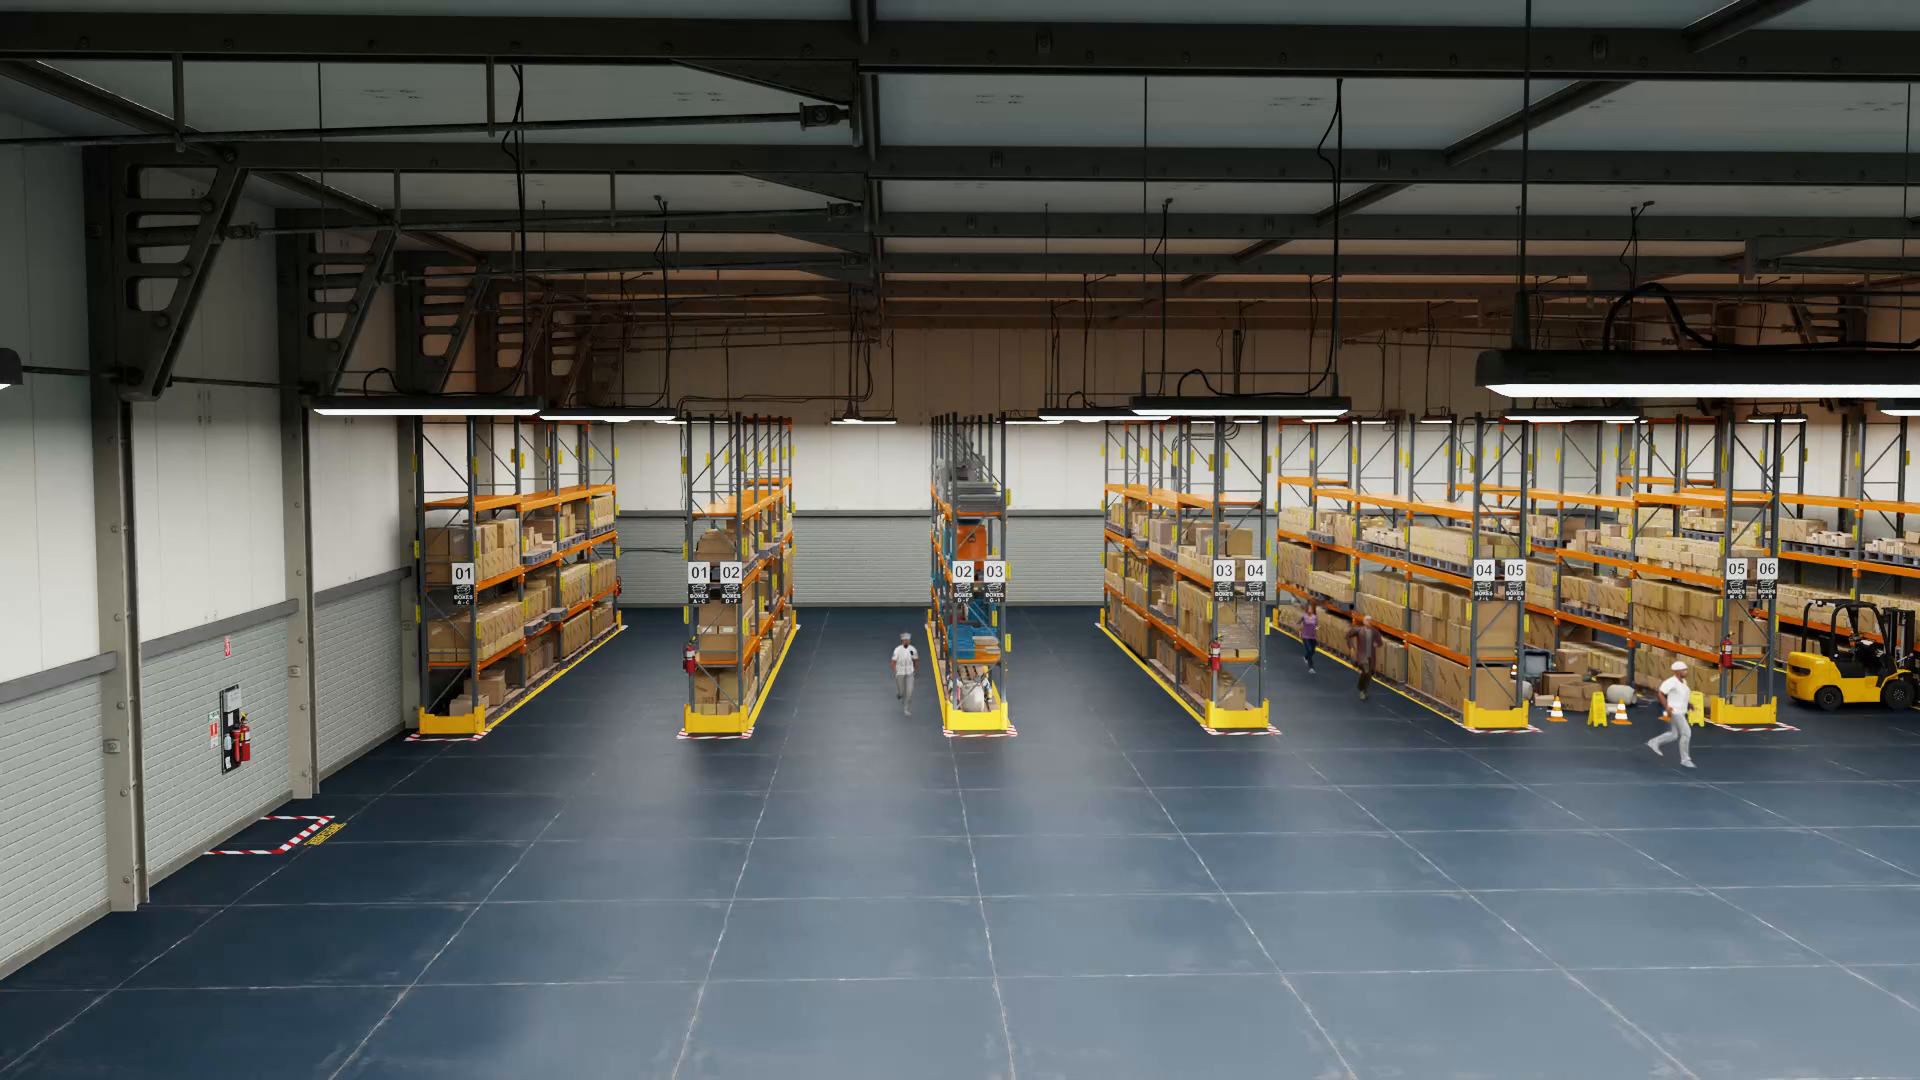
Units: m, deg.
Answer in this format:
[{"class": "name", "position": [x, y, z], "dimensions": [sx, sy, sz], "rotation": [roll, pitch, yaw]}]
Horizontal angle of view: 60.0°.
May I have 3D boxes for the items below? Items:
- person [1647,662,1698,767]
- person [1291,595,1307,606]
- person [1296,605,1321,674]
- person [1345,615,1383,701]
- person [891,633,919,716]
[{"class": "person", "position": [12.127, 2.952, 28.261], "dimensions": [0.880, 1.799, 0.715], "rotation": [3, 5, 41]}, {"class": "person", "position": [10.106, 1.576, 49.076], "dimensions": [0.587, 1.598, 0.601], "rotation": [-1, 4, -11]}, {"class": "person", "position": [8.127, 2.284, 38.770], "dimensions": [0.538, 1.576, 0.804], "rotation": [0, 4, -5]}, {"class": "person", "position": [8.521, 2.468, 34.867], "dimensions": [0.687, 1.791, 0.720], "rotation": [-1, 4, -11]}, {"class": "person", "position": [-1.094, 2.658, 33.172], "dimensions": [0.558, 1.637, 0.592], "rotation": [-1, 4, -10]}]
